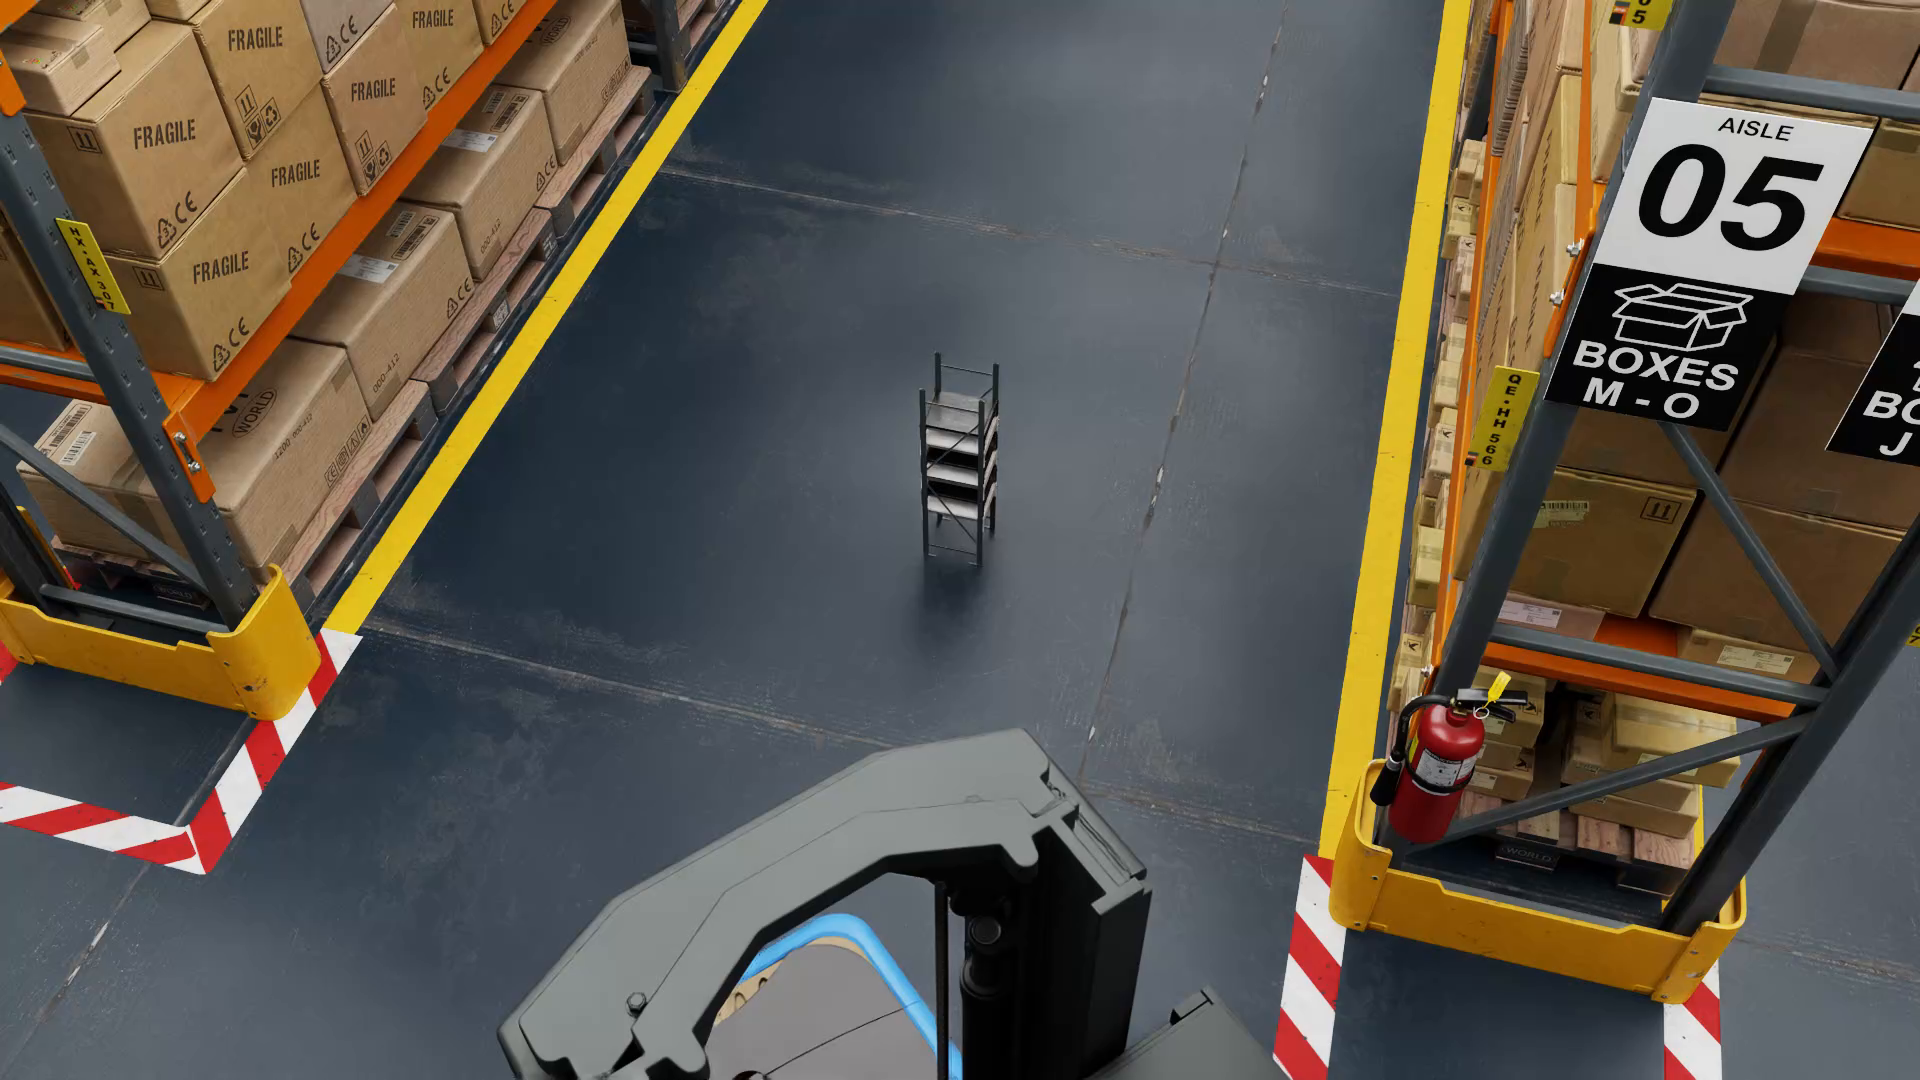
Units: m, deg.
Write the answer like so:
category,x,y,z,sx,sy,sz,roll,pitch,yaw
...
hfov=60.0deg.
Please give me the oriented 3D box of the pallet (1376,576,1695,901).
category,x,y,z,sx,sy,sz,roll,pitch,yaw
pallet,2.078,0.616,5.984,1.003,0.211,1.213,12,50,10

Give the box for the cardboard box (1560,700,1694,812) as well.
category,x,y,z,sx,sy,sz,roll,pitch,yaw
cardboard box,2.195,0.707,5.467,0.380,0.149,0.250,13,50,12

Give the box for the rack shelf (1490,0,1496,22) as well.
category,x,y,z,sx,sy,sz,roll,pitch,yaw
rack shelf,3.389,-3.773,8.478,1.077,0.370,4.000,12,50,10

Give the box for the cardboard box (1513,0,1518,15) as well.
category,x,y,z,sx,sy,sz,roll,pitch,yaw
cardboard box,2.366,-2.028,6.193,0.500,0.500,0.500,12,50,10

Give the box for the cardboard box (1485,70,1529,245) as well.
category,x,y,z,sx,sy,sz,roll,pitch,yaw
cardboard box,2.086,-1.277,5.530,0.500,0.500,0.500,14,50,12

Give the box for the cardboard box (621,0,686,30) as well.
category,x,y,z,sx,sy,sz,roll,pitch,yaw
cardboard box,-1.853,-3.368,8.778,0.875,0.875,0.875,13,50,11

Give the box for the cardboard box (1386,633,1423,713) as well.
category,x,y,z,sx,sy,sz,roll,pitch,yaw
cardboard box,1.717,0.506,5.843,0.380,0.149,0.250,13,50,11

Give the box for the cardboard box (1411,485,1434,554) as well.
category,x,y,z,sx,sy,sz,roll,pitch,yaw
cardboard box,1.929,-0.046,6.331,0.380,0.149,0.250,10,49,8

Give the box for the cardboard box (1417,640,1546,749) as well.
category,x,y,z,sx,sy,sz,roll,pitch,yaw
cardboard box,1.705,0.504,5.448,0.380,0.149,0.250,12,50,10

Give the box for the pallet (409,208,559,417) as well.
category,x,y,z,sx,sy,sz,roll,pitch,yaw
pallet,-2.534,-1.125,7.521,1.003,0.211,1.213,12,50,10

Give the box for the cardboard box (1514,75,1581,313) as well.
category,x,y,z,sx,sy,sz,roll,pitch,yaw
cardboard box,1.824,-0.880,4.513,0.500,0.500,0.500,10,49,9

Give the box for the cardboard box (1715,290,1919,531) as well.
category,x,y,z,sx,sy,sz,roll,pitch,yaw
cardboard box,2.184,-0.406,4.094,0.500,0.500,0.500,11,50,10

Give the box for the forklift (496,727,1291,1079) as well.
category,x,y,z,sx,sy,sz,roll,pitch,yaw
forklift,0.136,1.820,3.107,1.130,2.935,3.031,-27,54,-22

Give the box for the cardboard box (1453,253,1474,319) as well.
category,x,y,z,sx,sy,sz,roll,pitch,yaw
cardboard box,2.231,-1.007,6.782,0.380,0.149,0.250,13,50,11

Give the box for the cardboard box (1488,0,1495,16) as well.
category,x,y,z,sx,sy,sz,roll,pitch,yaw
cardboard box,2.815,-2.713,7.949,0.500,0.250,0.500,10,49,9

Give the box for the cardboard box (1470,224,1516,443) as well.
category,x,y,z,sx,sy,sz,roll,pitch,yaw
cardboard box,1.820,-0.550,4.888,0.500,0.500,0.500,11,49,9

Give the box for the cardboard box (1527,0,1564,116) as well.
category,x,y,z,sx,sy,sz,roll,pitch,yaw
cardboard box,2.088,-1.641,5.184,0.500,0.500,0.500,10,49,9

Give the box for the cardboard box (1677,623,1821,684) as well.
category,x,y,z,sx,sy,sz,roll,pitch,yaw
cardboard box,2.211,0.243,4.622,0.380,0.149,0.250,11,50,10

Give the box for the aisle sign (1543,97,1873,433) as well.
category,x,y,z,sx,sy,sz,roll,pitch,yaw
aisle sign,1.501,-0.537,3.409,0.394,0.787,0.004,12,50,10

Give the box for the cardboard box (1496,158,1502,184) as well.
category,x,y,z,sx,sy,sz,roll,pitch,yaw
cardboard box,2.173,-1.379,6.052,0.380,0.149,0.250,14,50,12

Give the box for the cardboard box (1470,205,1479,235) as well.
category,x,y,z,sx,sy,sz,roll,pitch,yaw
cardboard box,2.479,-1.458,7.378,0.380,0.149,0.250,12,50,10

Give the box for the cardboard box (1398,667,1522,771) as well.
category,x,y,z,sx,sy,sz,roll,pitch,yaw
cardboard box,1.673,0.597,5.564,0.380,0.149,0.250,10,49,9

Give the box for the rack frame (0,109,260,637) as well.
category,x,y,z,sx,sy,sz,roll,pitch,yaw
rack frame,-2.992,-0.575,5.175,1.000,3.000,0.127,12,50,10

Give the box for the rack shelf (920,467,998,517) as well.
category,x,y,z,sx,sy,sz,roll,pitch,yaw
rack shelf,-0.002,-0.210,6.419,0.258,0.077,0.200,12,50,10

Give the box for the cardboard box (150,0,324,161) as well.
category,x,y,z,sx,sy,sz,roll,pitch,yaw
cardboard box,-2.462,-1.605,5.351,0.500,0.500,0.500,10,49,9

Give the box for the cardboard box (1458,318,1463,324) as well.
category,x,y,z,sx,sy,sz,roll,pitch,yaw
cardboard box,2.353,-0.984,7.158,0.380,0.149,0.250,11,49,9

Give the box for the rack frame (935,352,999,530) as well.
category,x,y,z,sx,sy,sz,roll,pitch,yaw
rack frame,0.025,-0.365,6.391,0.240,0.900,0.006,12,50,10

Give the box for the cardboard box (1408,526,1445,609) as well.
category,x,y,z,sx,sy,sz,roll,pitch,yaw
cardboard box,1.772,0.121,5.786,0.380,0.149,0.250,11,49,9

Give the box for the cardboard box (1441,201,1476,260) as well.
category,x,y,z,sx,sy,sz,roll,pitch,yaw
cardboard box,2.387,-1.367,7.496,0.380,0.149,0.250,13,50,11

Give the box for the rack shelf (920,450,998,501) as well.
category,x,y,z,sx,sy,sz,roll,pitch,yaw
rack shelf,-0.002,-0.270,6.351,0.258,0.077,0.200,12,50,10

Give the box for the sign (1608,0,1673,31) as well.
category,x,y,z,sx,sy,sz,roll,pitch,yaw
sign,1.280,-1.080,3.031,0.100,0.325,0.005,12,50,10

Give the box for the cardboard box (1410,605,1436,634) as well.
category,x,y,z,sx,sy,sz,roll,pitch,yaw
cardboard box,1.809,0.221,5.896,0.380,0.149,0.250,10,49,8

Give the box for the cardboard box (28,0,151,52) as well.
category,x,y,z,sx,sy,sz,roll,pitch,yaw
cardboard box,-2.631,-1.559,4.878,0.380,0.149,0.250,13,50,11

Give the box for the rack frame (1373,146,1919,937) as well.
category,x,y,z,sx,sy,sz,roll,pitch,yaw
rack frame,1.810,0.329,4.378,1.000,3.000,0.127,12,50,10

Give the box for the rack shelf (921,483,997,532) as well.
category,x,y,z,sx,sy,sz,roll,pitch,yaw
rack shelf,-0.002,-0.151,6.486,0.258,0.077,0.200,12,50,10

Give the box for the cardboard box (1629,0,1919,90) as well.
category,x,y,z,sx,sy,sz,roll,pitch,yaw
cardboard box,1.686,-1.163,3.460,0.500,0.250,0.500,10,49,9

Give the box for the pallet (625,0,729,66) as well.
category,x,y,z,sx,sy,sz,roll,pitch,yaw
pallet,-1.809,-3.118,9.280,1.003,0.211,1.213,12,50,10

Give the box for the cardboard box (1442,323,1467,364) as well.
category,x,y,z,sx,sy,sz,roll,pitch,yaw
cardboard box,2.153,-0.716,6.723,0.380,0.149,0.250,11,50,10

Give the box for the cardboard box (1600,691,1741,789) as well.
category,x,y,z,sx,sy,sz,roll,pitch,yaw
cardboard box,2.276,0.625,5.341,0.380,0.149,0.250,10,49,8

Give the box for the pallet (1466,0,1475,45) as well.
category,x,y,z,sx,sy,sz,roll,pitch,yaw
pallet,3.385,-3.090,9.255,1.003,0.211,1.213,12,50,10

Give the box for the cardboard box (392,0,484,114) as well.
category,x,y,z,sx,sy,sz,roll,pitch,yaw
cardboard box,-2.216,-2.000,6.366,0.500,0.500,0.500,13,50,11

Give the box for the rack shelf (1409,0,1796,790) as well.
category,x,y,z,sx,sy,sz,roll,pitch,yaw
rack shelf,2.336,-0.879,5.924,1.077,0.370,4.000,12,50,10

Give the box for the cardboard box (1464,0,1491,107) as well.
category,x,y,z,sx,sy,sz,roll,pitch,yaw
cardboard box,2.814,-2.461,8.227,0.500,0.500,0.500,11,49,9

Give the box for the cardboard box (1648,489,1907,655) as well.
category,x,y,z,sx,sy,sz,roll,pitch,yaw
cardboard box,2.195,-0.073,4.467,0.500,0.500,0.500,14,50,12

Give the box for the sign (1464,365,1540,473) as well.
category,x,y,z,sx,sy,sz,roll,pitch,yaw
sign,1.280,-0.283,3.935,0.100,0.325,0.005,12,50,10

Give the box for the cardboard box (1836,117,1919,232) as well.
category,x,y,z,sx,sy,sz,roll,pitch,yaw
cardboard box,2.175,-0.888,3.551,0.500,0.250,0.500,13,50,11

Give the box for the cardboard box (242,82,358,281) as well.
category,x,y,z,sx,sy,sz,roll,pitch,yaw
cardboard box,-2.483,-1.270,5.722,0.500,0.500,0.500,11,49,10

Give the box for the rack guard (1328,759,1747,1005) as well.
category,x,y,z,sx,sy,sz,roll,pitch,yaw
rack guard,1.830,1.101,5.363,1.175,0.500,0.348,12,50,10

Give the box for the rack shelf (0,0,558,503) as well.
category,x,y,z,sx,sy,sz,roll,pitch,yaw
rack shelf,-2.466,-1.783,6.722,1.077,0.370,4.000,12,50,10

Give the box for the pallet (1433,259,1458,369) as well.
category,x,y,z,sx,sy,sz,roll,pitch,yaw
pallet,2.720,-1.149,7.542,1.003,0.211,1.213,12,50,10

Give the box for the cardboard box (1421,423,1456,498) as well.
category,x,y,z,sx,sy,sz,roll,pitch,yaw
cardboard box,1.918,-0.259,6.121,0.380,0.149,0.250,13,50,11

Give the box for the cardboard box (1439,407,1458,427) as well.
category,x,y,z,sx,sy,sz,roll,pitch,yaw
cardboard box,2.018,-0.338,6.390,0.380,0.149,0.250,14,50,12

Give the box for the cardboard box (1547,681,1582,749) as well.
category,x,y,z,sx,sy,sz,roll,pitch,yaw
cardboard box,2.247,0.612,5.749,0.380,0.149,0.250,11,50,10

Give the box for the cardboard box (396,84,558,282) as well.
category,x,y,z,sx,sy,sz,roll,pitch,yaw
cardboard box,-2.443,-1.678,7.578,0.875,0.438,0.875,10,49,9

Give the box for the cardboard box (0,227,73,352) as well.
category,x,y,z,sx,sy,sz,roll,pitch,yaw
cardboard box,-3.121,-1.009,5.492,0.500,0.500,0.500,12,50,10

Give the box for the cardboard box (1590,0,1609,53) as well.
category,x,y,z,sx,sy,sz,roll,pitch,yaw
cardboard box,1.802,-1.366,3.973,0.500,0.250,0.500,12,50,10

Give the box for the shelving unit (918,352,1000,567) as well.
category,x,y,z,sx,sy,sz,roll,pitch,yaw
shelving unit,-0.002,-0.292,6.326,0.258,0.900,0.210,12,50,10

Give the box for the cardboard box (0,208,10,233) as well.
category,x,y,z,sx,sy,sz,roll,pitch,yaw
cardboard box,-3.095,-1.334,5.112,0.500,0.500,0.500,13,50,11

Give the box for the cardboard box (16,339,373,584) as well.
category,x,y,z,sx,sy,sz,roll,pitch,yaw
cardboard box,-2.915,-0.363,6.417,0.875,0.438,0.875,10,49,9
